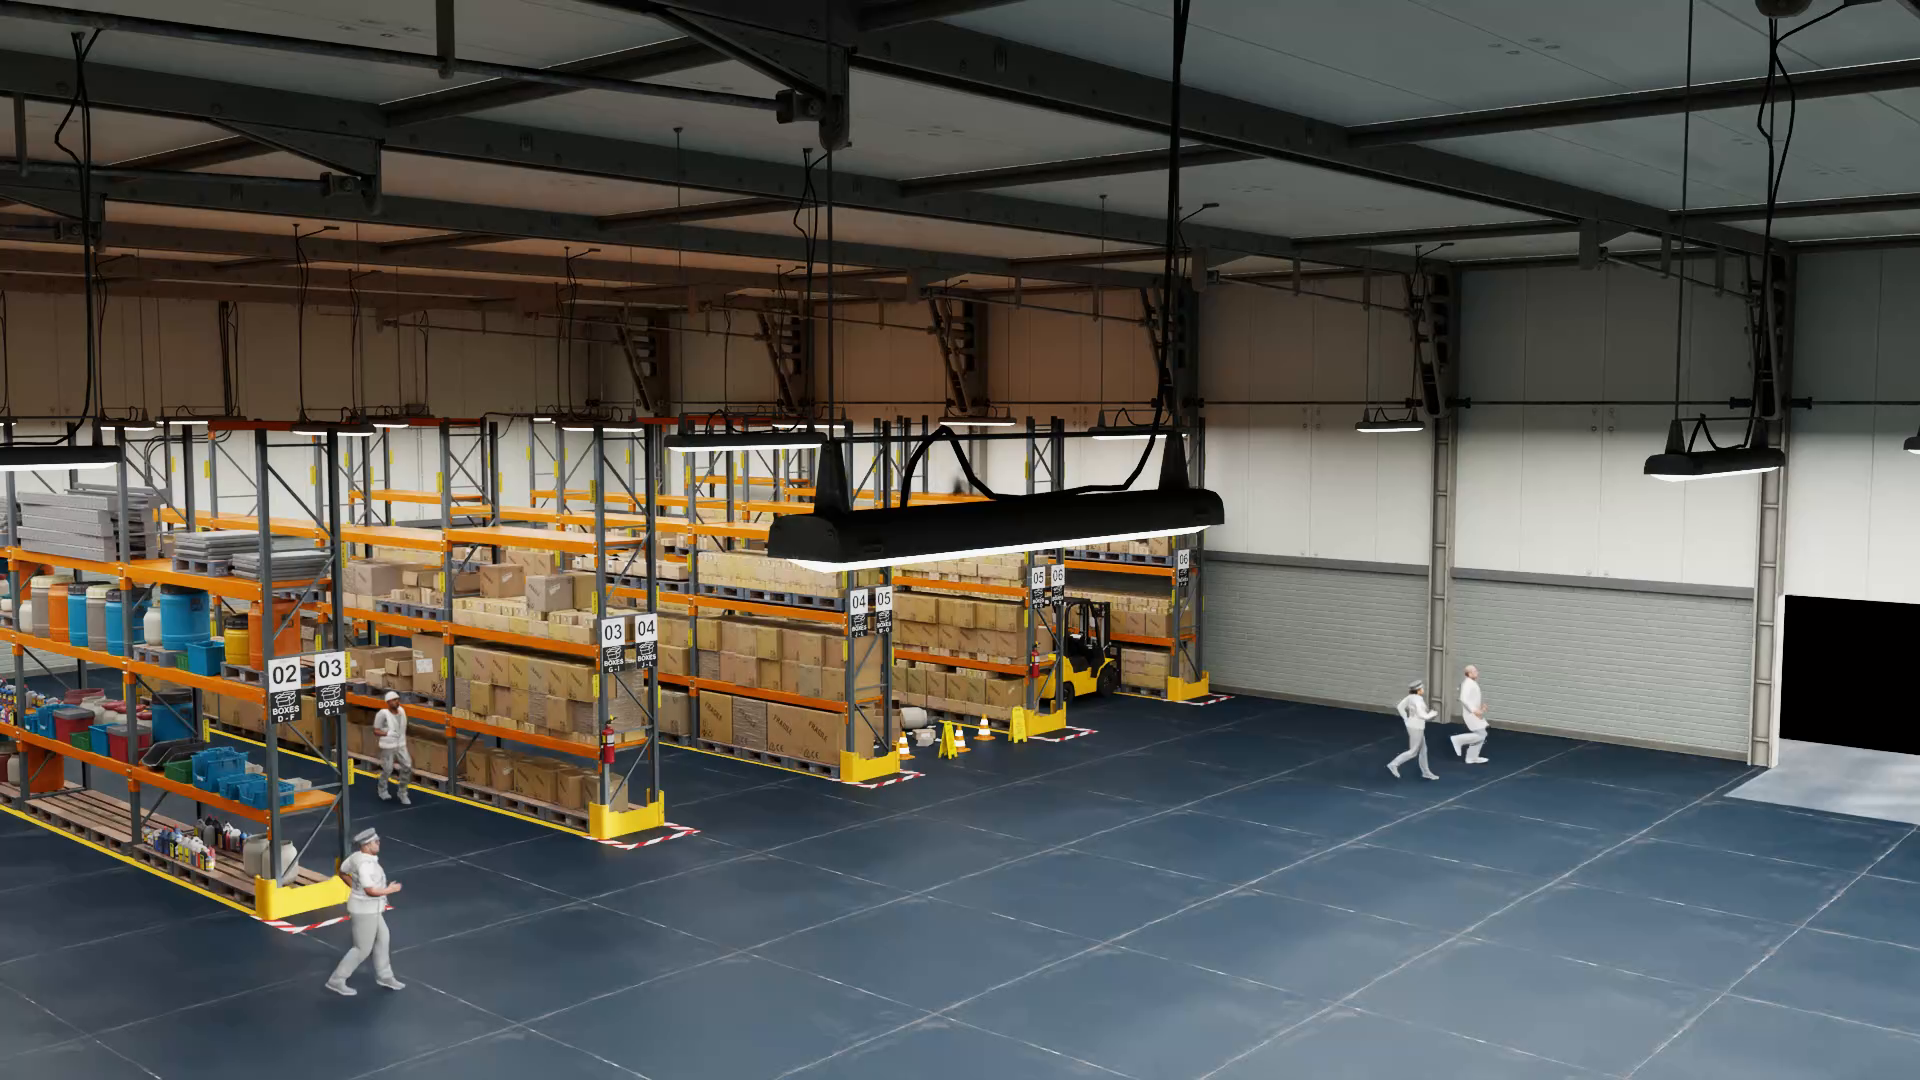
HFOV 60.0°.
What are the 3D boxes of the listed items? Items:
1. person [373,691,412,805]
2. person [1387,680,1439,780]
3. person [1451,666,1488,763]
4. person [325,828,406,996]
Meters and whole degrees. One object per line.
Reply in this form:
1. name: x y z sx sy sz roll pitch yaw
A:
1. person: -8.915 3.283 26.142 0.759 1.829 0.659 4 6 40
2. person: 7.566 3.161 27.718 0.899 1.687 0.631 0 5 -1
3. person: 8.941 3.058 29.159 0.630 1.730 0.724 1 5 16
4. person: -6.348 3.981 17.712 0.830 1.834 0.683 -2 5 -26
